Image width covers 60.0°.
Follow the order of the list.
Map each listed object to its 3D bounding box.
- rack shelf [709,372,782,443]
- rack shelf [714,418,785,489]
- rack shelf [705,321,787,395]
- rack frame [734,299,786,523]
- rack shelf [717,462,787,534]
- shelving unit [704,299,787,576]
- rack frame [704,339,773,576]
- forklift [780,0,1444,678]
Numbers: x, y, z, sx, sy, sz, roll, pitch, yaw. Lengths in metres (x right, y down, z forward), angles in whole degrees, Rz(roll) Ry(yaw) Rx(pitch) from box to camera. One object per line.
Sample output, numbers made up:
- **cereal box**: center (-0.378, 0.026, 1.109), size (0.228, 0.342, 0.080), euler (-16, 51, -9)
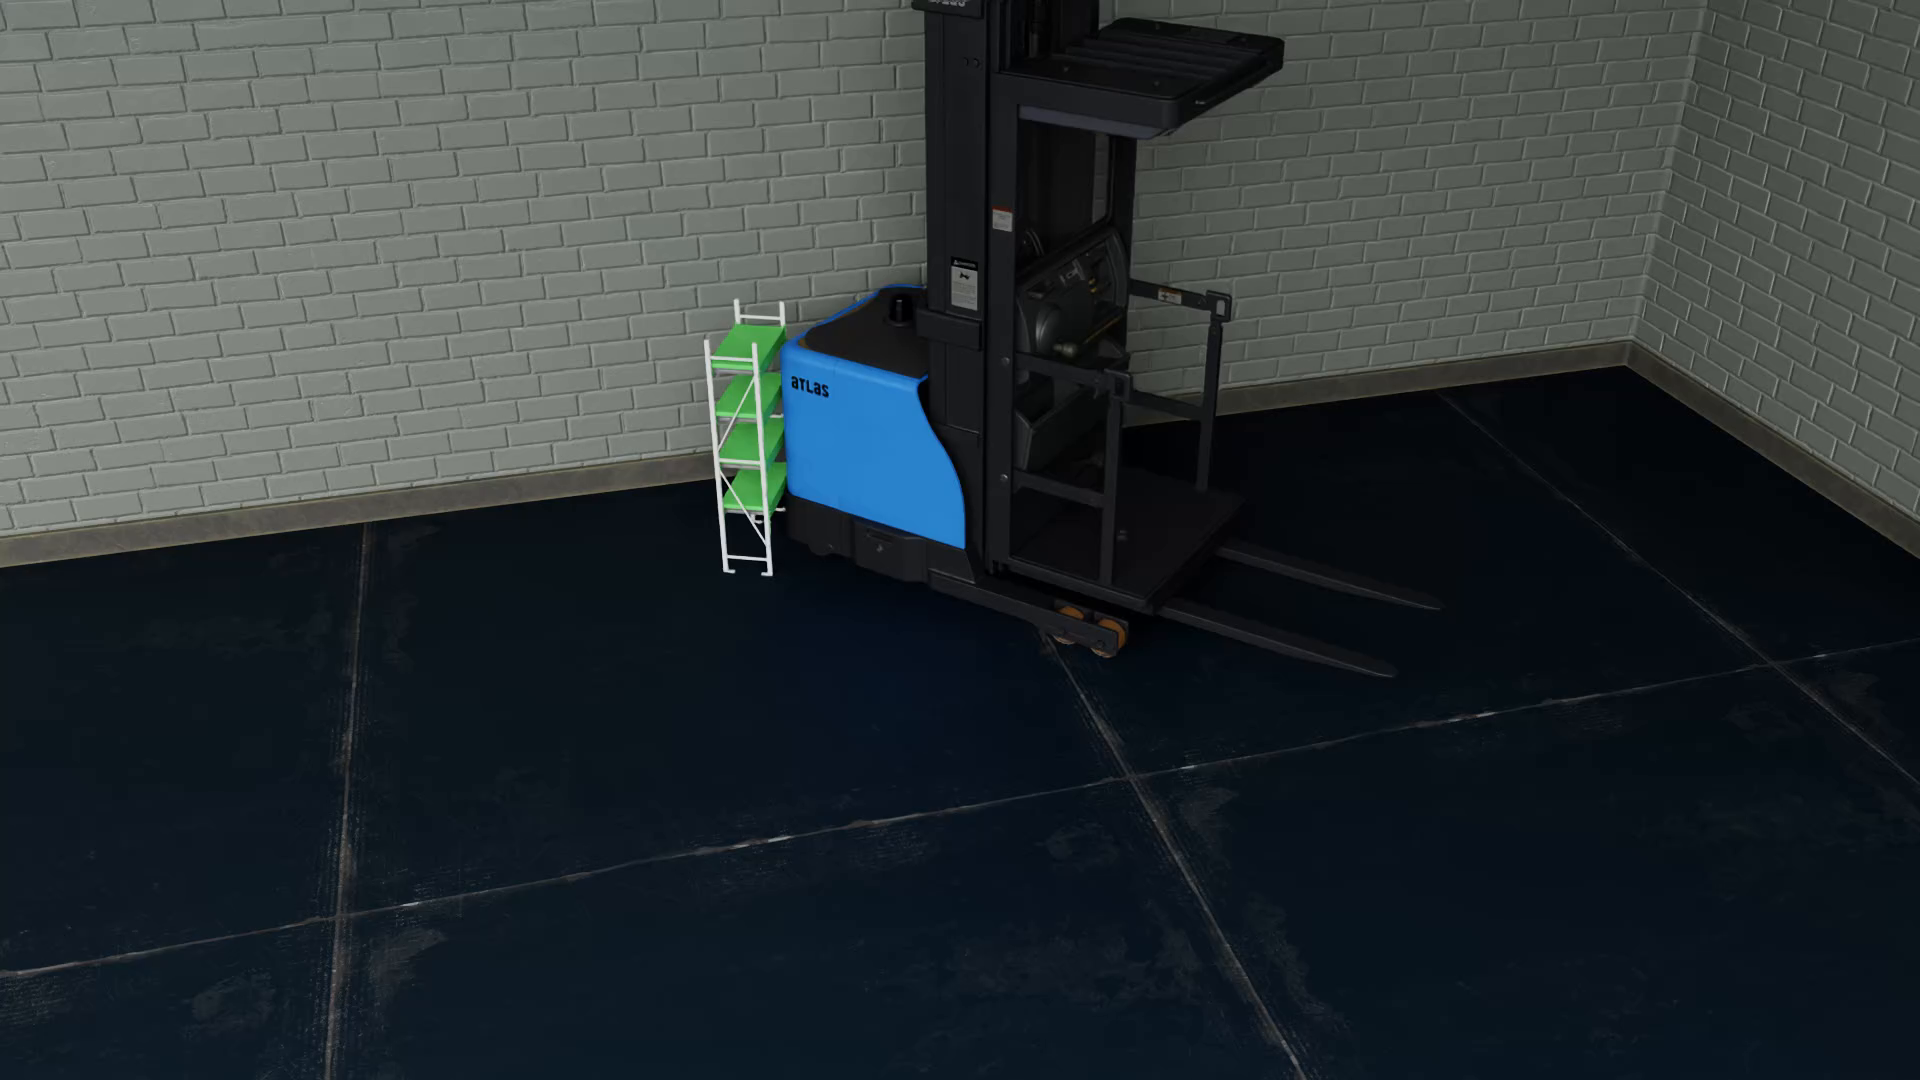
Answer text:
- **rack shelf**: center (-0.979, -0.635, 7.797), size (0.258, 0.148, 0.480), euler (4, 30, 8)
- **rack shelf**: center (-0.978, -0.427, 7.917), size (0.258, 0.148, 0.480), euler (4, 30, 8)
- **rack shelf**: center (-0.979, -0.842, 7.676), size (0.258, 0.148, 0.480), euler (4, 30, 8)
- **rack frame**: center (-0.940, -0.603, 8.093), size (0.240, 1.200, 0.015), euler (4, 30, 8)
- **rack shelf**: center (-0.978, -0.219, 8.037), size (0.258, 0.148, 0.480), euler (4, 30, 8)
- **shelving unit**: center (-0.978, -0.482, 7.885), size (0.258, 1.200, 0.503), euler (4, 30, 8)
- **rack frame**: center (-1.017, -0.362, 7.676), size (0.240, 1.200, 0.015), euler (4, 30, 8)
- **forklift**: center (0.673, -1.054, 7.146), size (3.031, 2.935, 1.130), euler (17, 34, 27)
